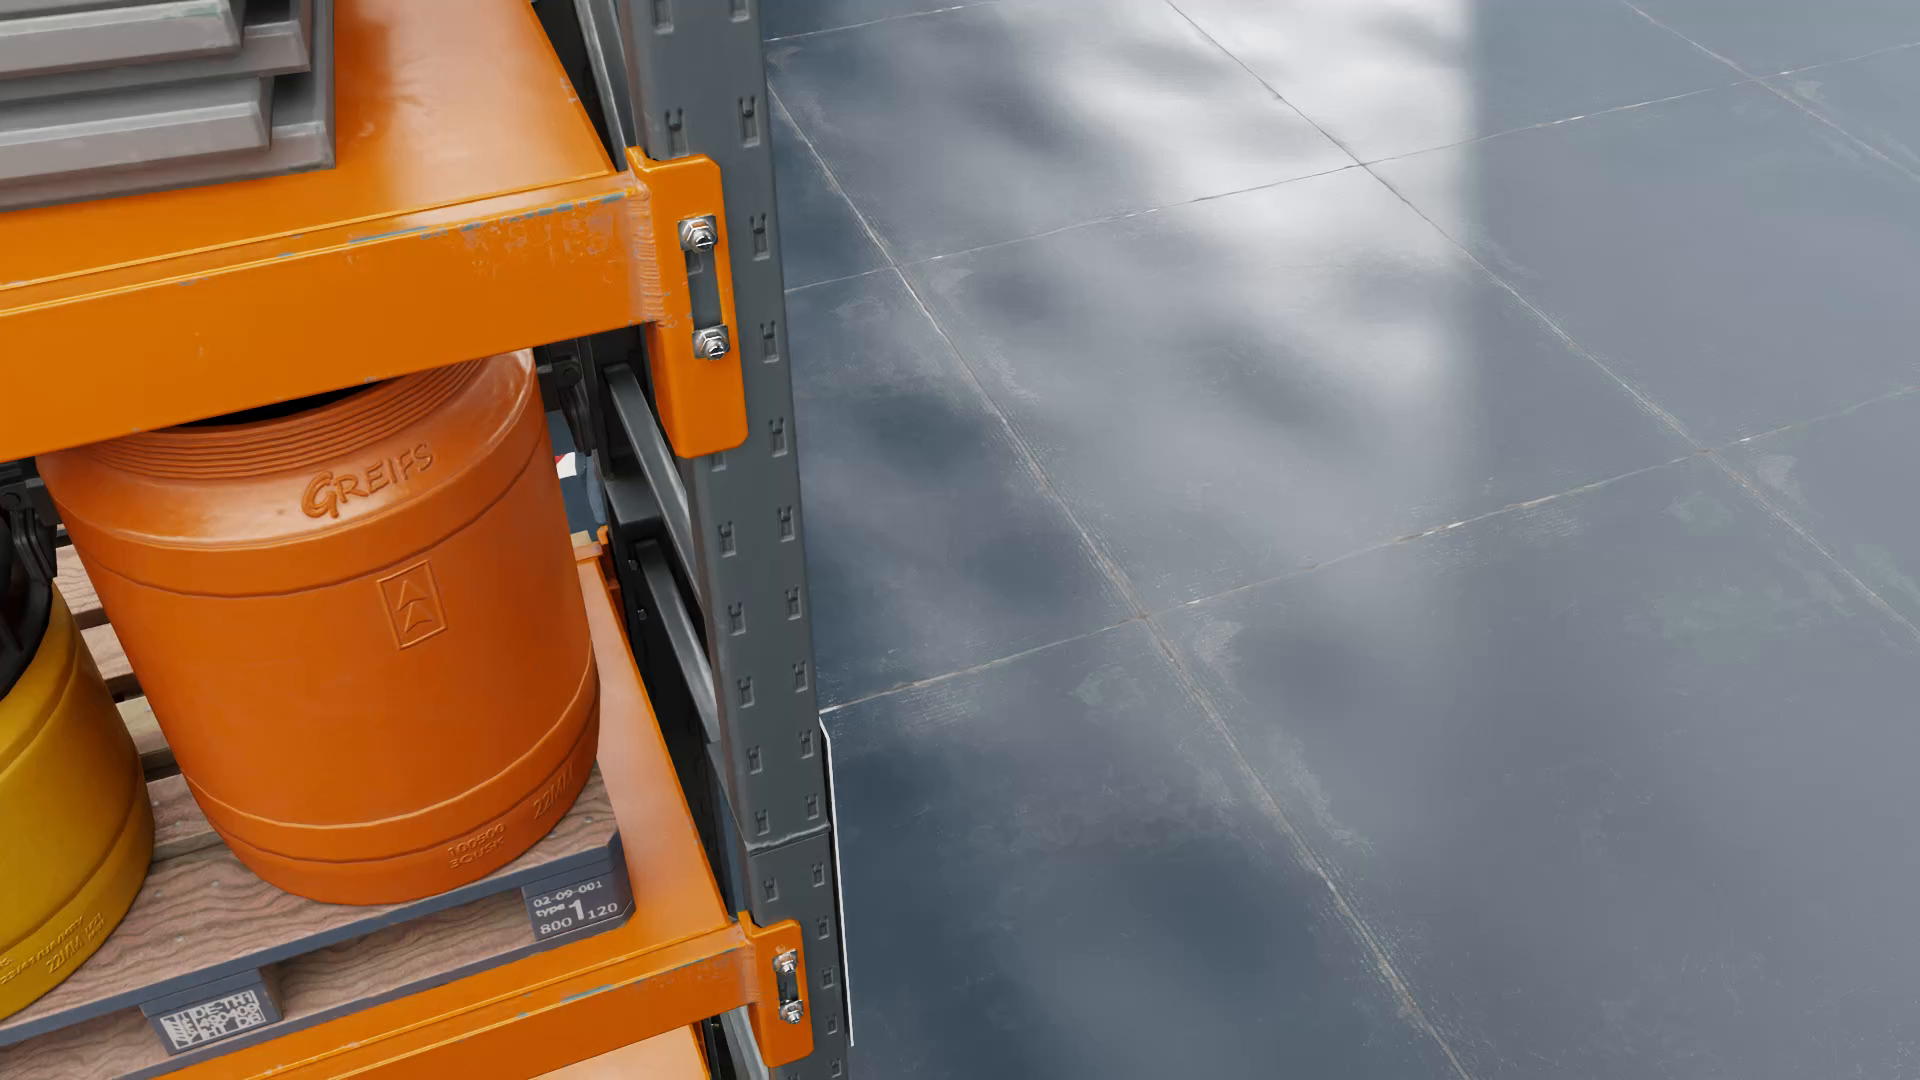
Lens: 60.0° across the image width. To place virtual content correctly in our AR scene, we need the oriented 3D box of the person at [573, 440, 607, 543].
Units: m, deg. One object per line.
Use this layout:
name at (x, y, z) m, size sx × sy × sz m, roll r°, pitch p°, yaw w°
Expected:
person at (-1.459, -0.470, 6.677) m, size 0.463 × 1.759 × 0.626 m, roll -17°, pitch 44°, yaw -19°
